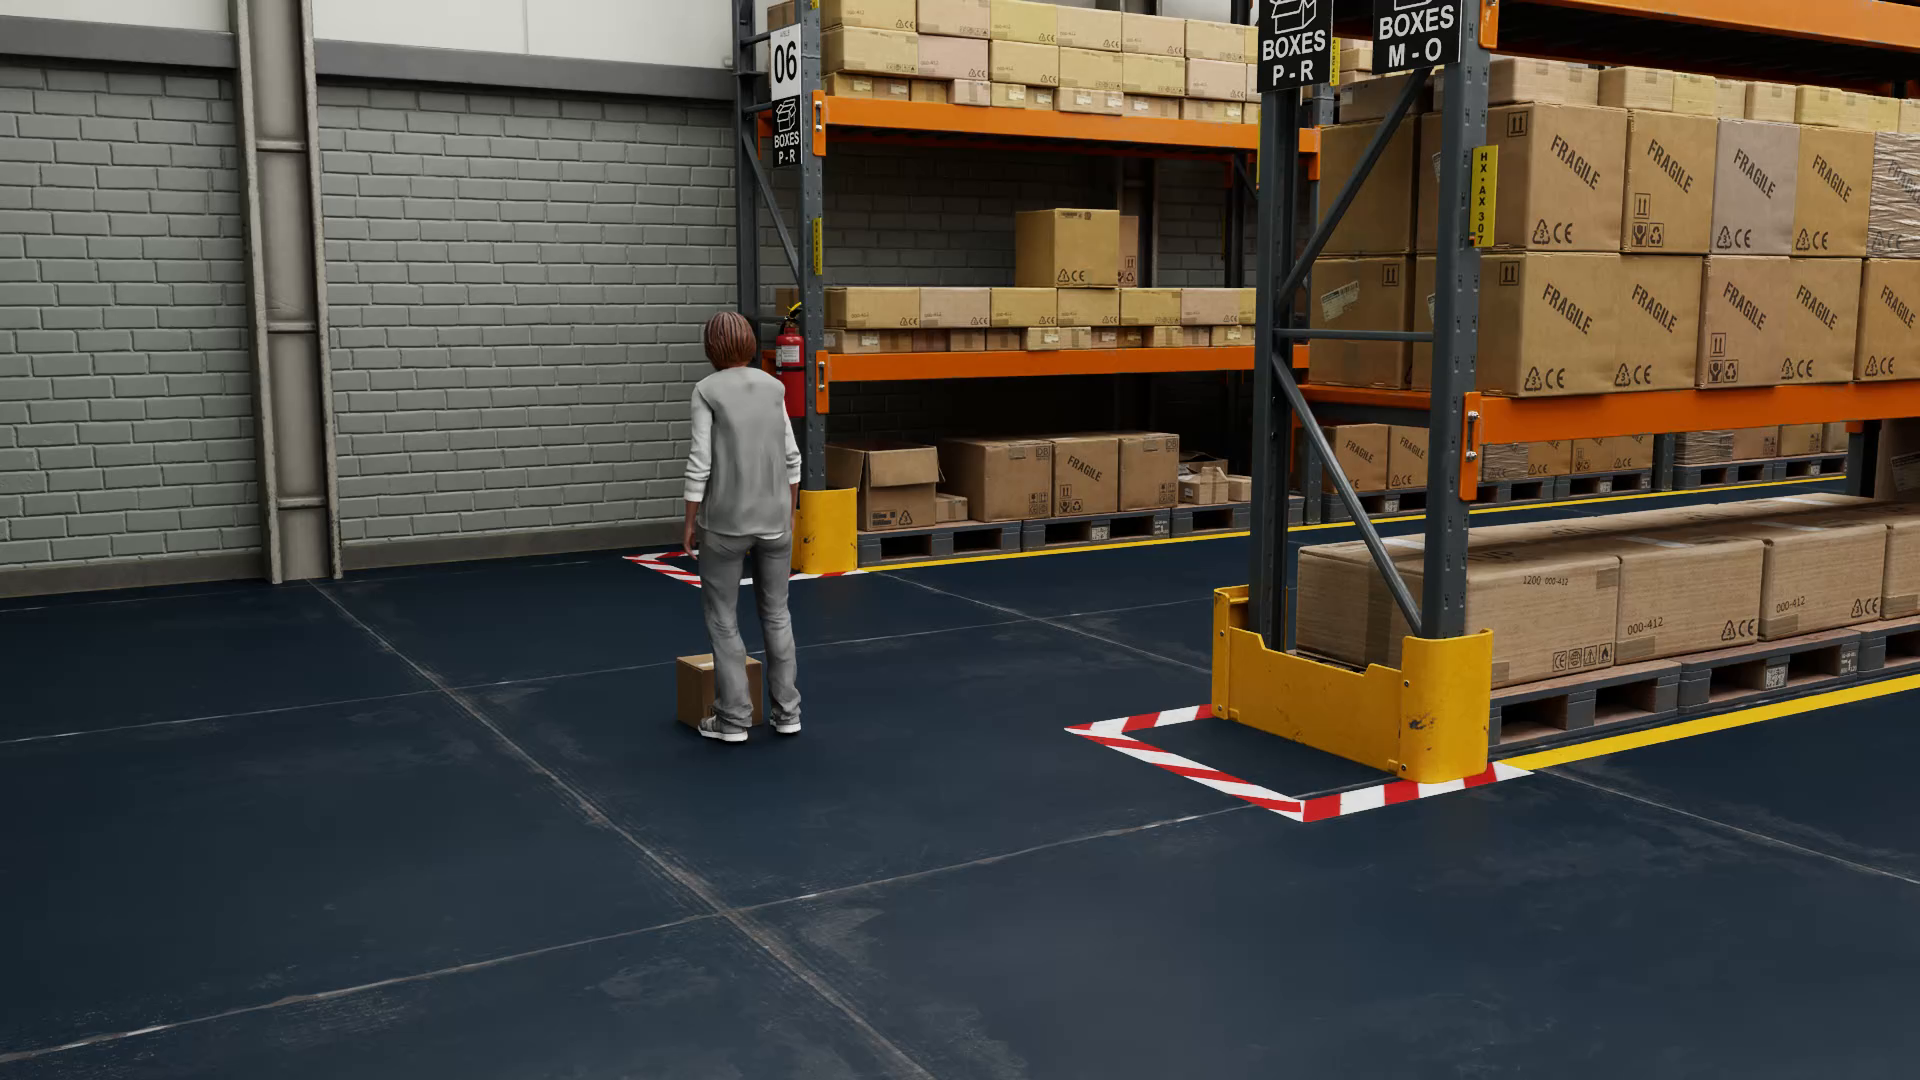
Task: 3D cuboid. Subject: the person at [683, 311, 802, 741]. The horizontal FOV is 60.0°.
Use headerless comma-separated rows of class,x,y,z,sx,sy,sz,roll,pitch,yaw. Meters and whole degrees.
person,-0.806,-0.046,6.183,0.473,1.593,0.350,-5,10,-32
